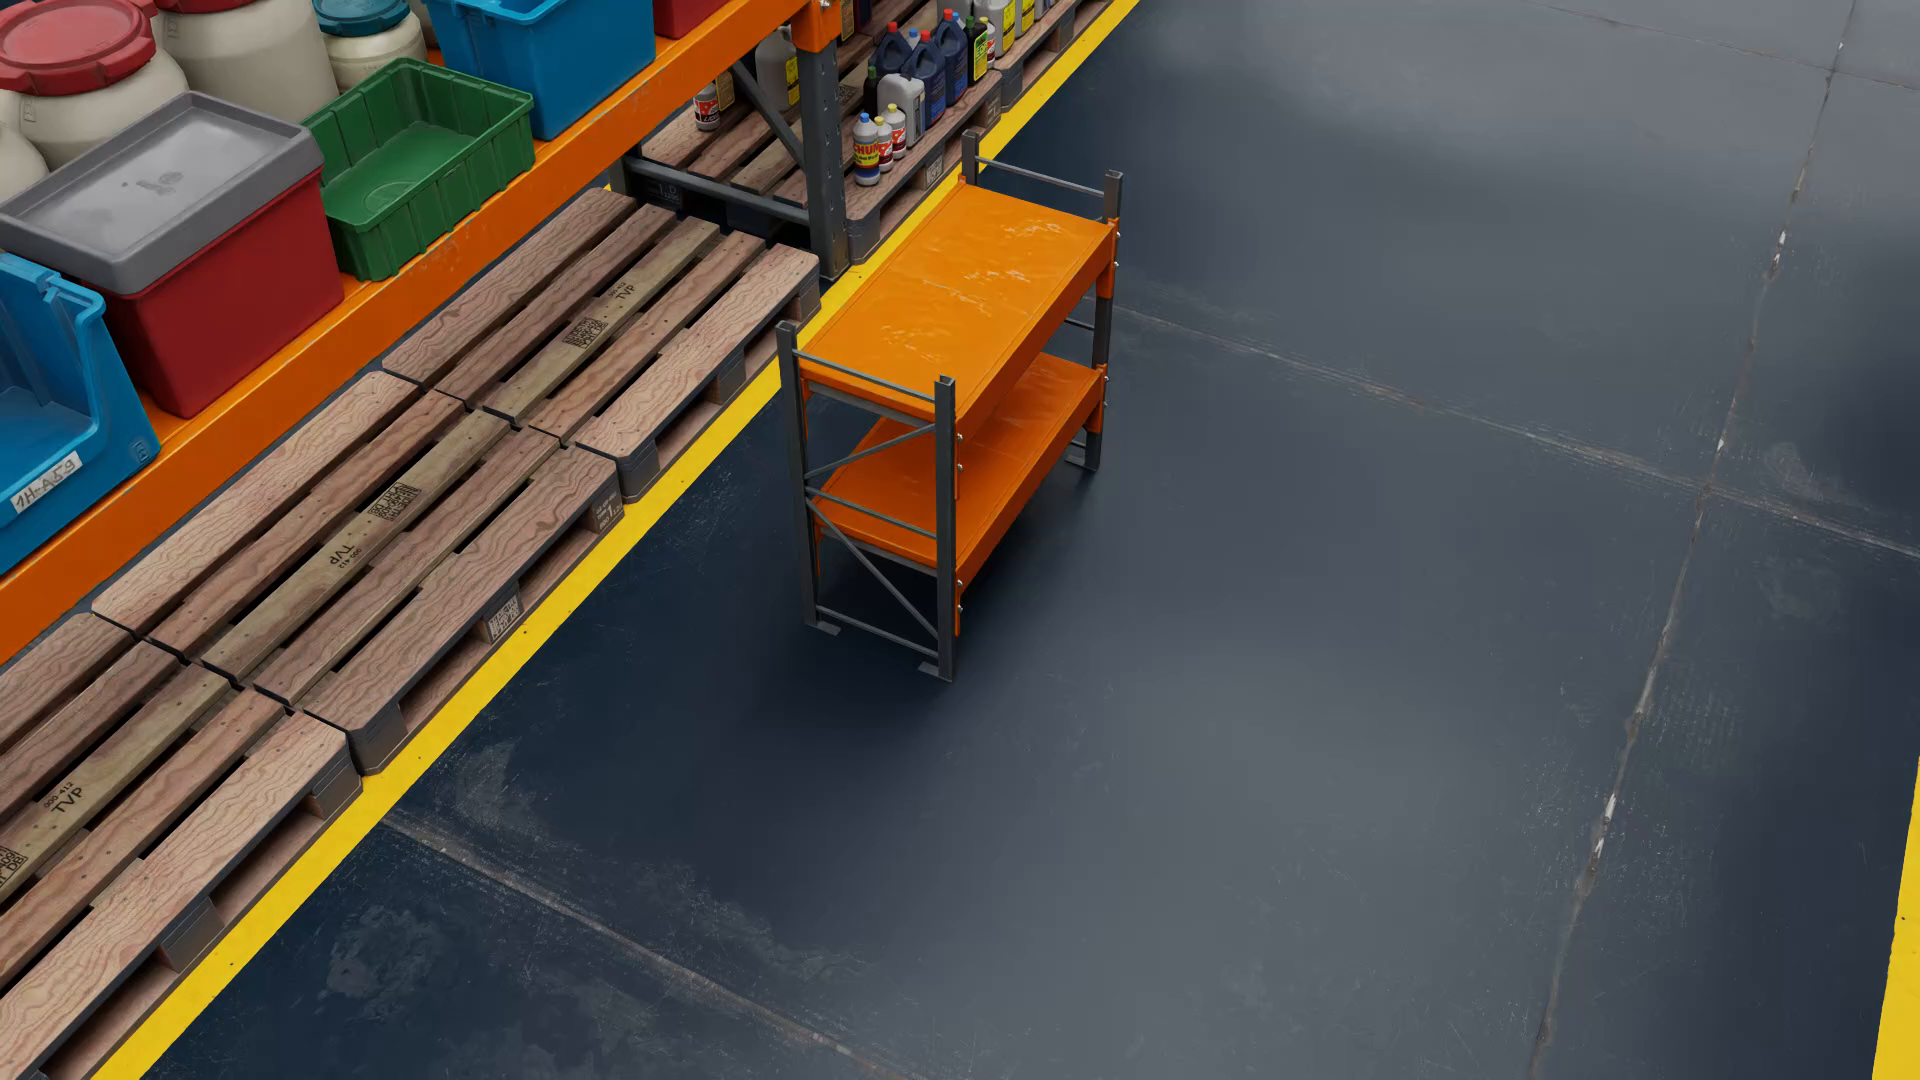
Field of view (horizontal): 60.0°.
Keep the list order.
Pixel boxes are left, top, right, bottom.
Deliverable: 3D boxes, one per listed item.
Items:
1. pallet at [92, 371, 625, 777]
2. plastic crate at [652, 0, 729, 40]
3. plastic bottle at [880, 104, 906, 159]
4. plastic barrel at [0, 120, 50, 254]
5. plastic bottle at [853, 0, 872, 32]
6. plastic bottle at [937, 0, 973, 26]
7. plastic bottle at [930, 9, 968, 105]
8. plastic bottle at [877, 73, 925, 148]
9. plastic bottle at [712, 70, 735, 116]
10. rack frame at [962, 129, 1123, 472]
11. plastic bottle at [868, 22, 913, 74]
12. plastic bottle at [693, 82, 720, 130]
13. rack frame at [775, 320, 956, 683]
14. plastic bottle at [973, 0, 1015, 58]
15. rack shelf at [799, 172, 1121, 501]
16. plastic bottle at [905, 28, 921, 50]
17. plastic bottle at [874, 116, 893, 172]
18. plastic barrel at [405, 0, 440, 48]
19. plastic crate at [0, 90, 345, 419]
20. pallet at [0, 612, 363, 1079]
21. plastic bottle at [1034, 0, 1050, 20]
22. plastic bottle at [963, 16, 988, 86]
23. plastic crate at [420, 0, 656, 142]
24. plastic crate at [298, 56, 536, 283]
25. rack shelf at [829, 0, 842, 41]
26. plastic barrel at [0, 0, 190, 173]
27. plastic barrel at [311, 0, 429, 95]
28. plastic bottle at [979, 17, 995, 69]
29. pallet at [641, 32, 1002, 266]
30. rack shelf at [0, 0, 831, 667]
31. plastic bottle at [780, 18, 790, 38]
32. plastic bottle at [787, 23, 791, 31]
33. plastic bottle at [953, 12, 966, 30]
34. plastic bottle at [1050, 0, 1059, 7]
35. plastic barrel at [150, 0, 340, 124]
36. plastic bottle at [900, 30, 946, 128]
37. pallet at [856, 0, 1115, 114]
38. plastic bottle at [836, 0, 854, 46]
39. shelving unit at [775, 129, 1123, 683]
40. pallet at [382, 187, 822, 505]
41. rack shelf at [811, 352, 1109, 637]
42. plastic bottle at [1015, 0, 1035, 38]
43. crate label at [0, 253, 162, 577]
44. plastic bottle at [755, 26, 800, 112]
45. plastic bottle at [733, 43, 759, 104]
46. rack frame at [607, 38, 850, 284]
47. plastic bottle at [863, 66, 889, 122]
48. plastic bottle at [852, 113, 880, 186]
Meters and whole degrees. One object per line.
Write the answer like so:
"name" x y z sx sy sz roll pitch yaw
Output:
"pallet" -1.782 0.047 5.055 1.003 0.211 1.213 20 49 19
"plastic crate" -0.840 -1.828 4.903 0.402 0.464 0.583 20 49 19
"plastic bottle" -0.256 -1.567 6.348 0.097 0.201 0.097 0 45 0
"plastic barrel" -2.259 -0.715 3.769 0.421 0.512 0.421 0 45 0
"plastic bottle" -0.430 -2.303 7.018 0.061 0.283 0.133 20 49 19
"plastic bottle" -0.002 -2.200 6.921 0.152 0.276 0.135 20 49 19
"plastic bottle" -0.056 -1.926 6.597 0.144 0.351 0.185 19 48 17
"plastic bottle" -0.224 -1.678 6.405 0.152 0.276 0.135 22 49 20
"plastic bottle" -0.955 -1.824 6.544 0.061 0.283 0.133 23 50 21
"rack frame" 0.233 -0.711 5.162 0.500 1.125 0.032 20 49 19
"plastic bottle" -0.272 -1.854 6.527 0.144 0.351 0.185 20 49 19
"plastic bottle" -0.994 -1.714 6.493 0.097 0.201 0.097 0 45 0
"rack frame" -0.239 -0.071 4.529 0.500 1.125 0.032 20 49 19
"plastic bottle" 0.141 -2.193 6.862 0.144 0.351 0.185 20 49 19
"rack shelf" -0.003 -0.597 4.638 0.538 0.278 1.000 20 49 19
"plastic bottle" -0.184 -1.910 6.638 0.097 0.271 0.097 0 45 0
"plastic bottle" -0.303 -1.503 6.284 0.097 0.201 0.097 0 45 0
"plastic barrel" -1.525 -1.729 4.754 0.433 0.535 0.433 0 45 0
"plastic crate" -1.722 -0.631 3.720 0.402 0.464 0.583 20 49 19
"pallet" -2.349 0.813 4.298 1.003 0.211 1.213 20 49 19
"plastic bottle" 0.301 -2.390 7.109 0.152 0.276 0.135 19 48 18
"plastic bottle" 0.057 -1.992 6.710 0.061 0.283 0.133 23 50 21
"plastic crate" -1.123 -1.408 4.544 0.392 0.384 0.575 20 49 19
"plastic crate" -1.445 -0.947 4.226 0.450 0.188 0.662 20 49 19
"rack shelf" 0.042 -3.219 6.828 1.077 0.370 4.000 20 49 19
"plastic barrel" -2.066 -0.994 4.028 0.433 0.535 0.433 0 45 0
"plastic barrel" -1.636 -1.380 4.602 0.301 0.262 0.301 0 45 0
"plastic bottle" 0.096 -2.044 6.819 0.097 0.201 0.097 0 45 0
"pallet" -0.537 -1.641 6.723 1.003 0.211 1.213 20 49 19
"rack shelf" -1.815 -0.699 4.338 1.077 0.370 4.000 20 49 19
"plastic bottle" -0.753 -2.057 6.727 0.144 0.351 0.185 18 48 17
"plastic bottle" -0.611 -1.998 6.721 0.152 0.276 0.135 20 49 19
"plastic bottle" -0.021 -2.003 6.729 0.097 0.271 0.097 0 45 0
"plastic bottle" 0.365 -2.477 7.195 0.152 0.276 0.135 21 49 19
"plastic barrel" -1.865 -1.267 4.298 0.433 0.535 0.433 0 45 0
"plastic bottle" -0.144 -1.807 6.480 0.144 0.351 0.185 22 49 20
"pallet" 0.028 -2.412 7.486 1.003 0.211 1.213 20 49 19
"plastic bottle" -0.501 -2.219 6.935 0.061 0.283 0.133 20 49 19
"shelving unit" -0.003 -0.391 4.846 0.538 1.125 1.048 20 49 19
"pallet" -1.216 -0.724 5.817 1.003 0.211 1.213 20 49 19
"rack shelf" -0.003 -0.219 5.020 0.538 0.278 1.000 20 49 19
"plastic bottle" 0.227 -2.311 6.978 0.144 0.351 0.185 22 49 21
"crate label" -2.042 -0.241 3.354 0.502 0.435 0.616 20 49 19
"plastic bottle" -0.715 -1.889 6.561 0.144 0.351 0.185 20 49 19
"plastic bottle" -0.842 -1.936 6.608 0.144 0.351 0.185 19 48 18
"rack frame" -0.886 -2.212 5.327 1.000 3.000 0.127 20 49 19
"plastic bottle" -0.319 -1.715 6.437 0.061 0.283 0.133 20 49 19
"plastic bottle" -0.350 -1.463 6.196 0.097 0.271 0.097 0 45 0
